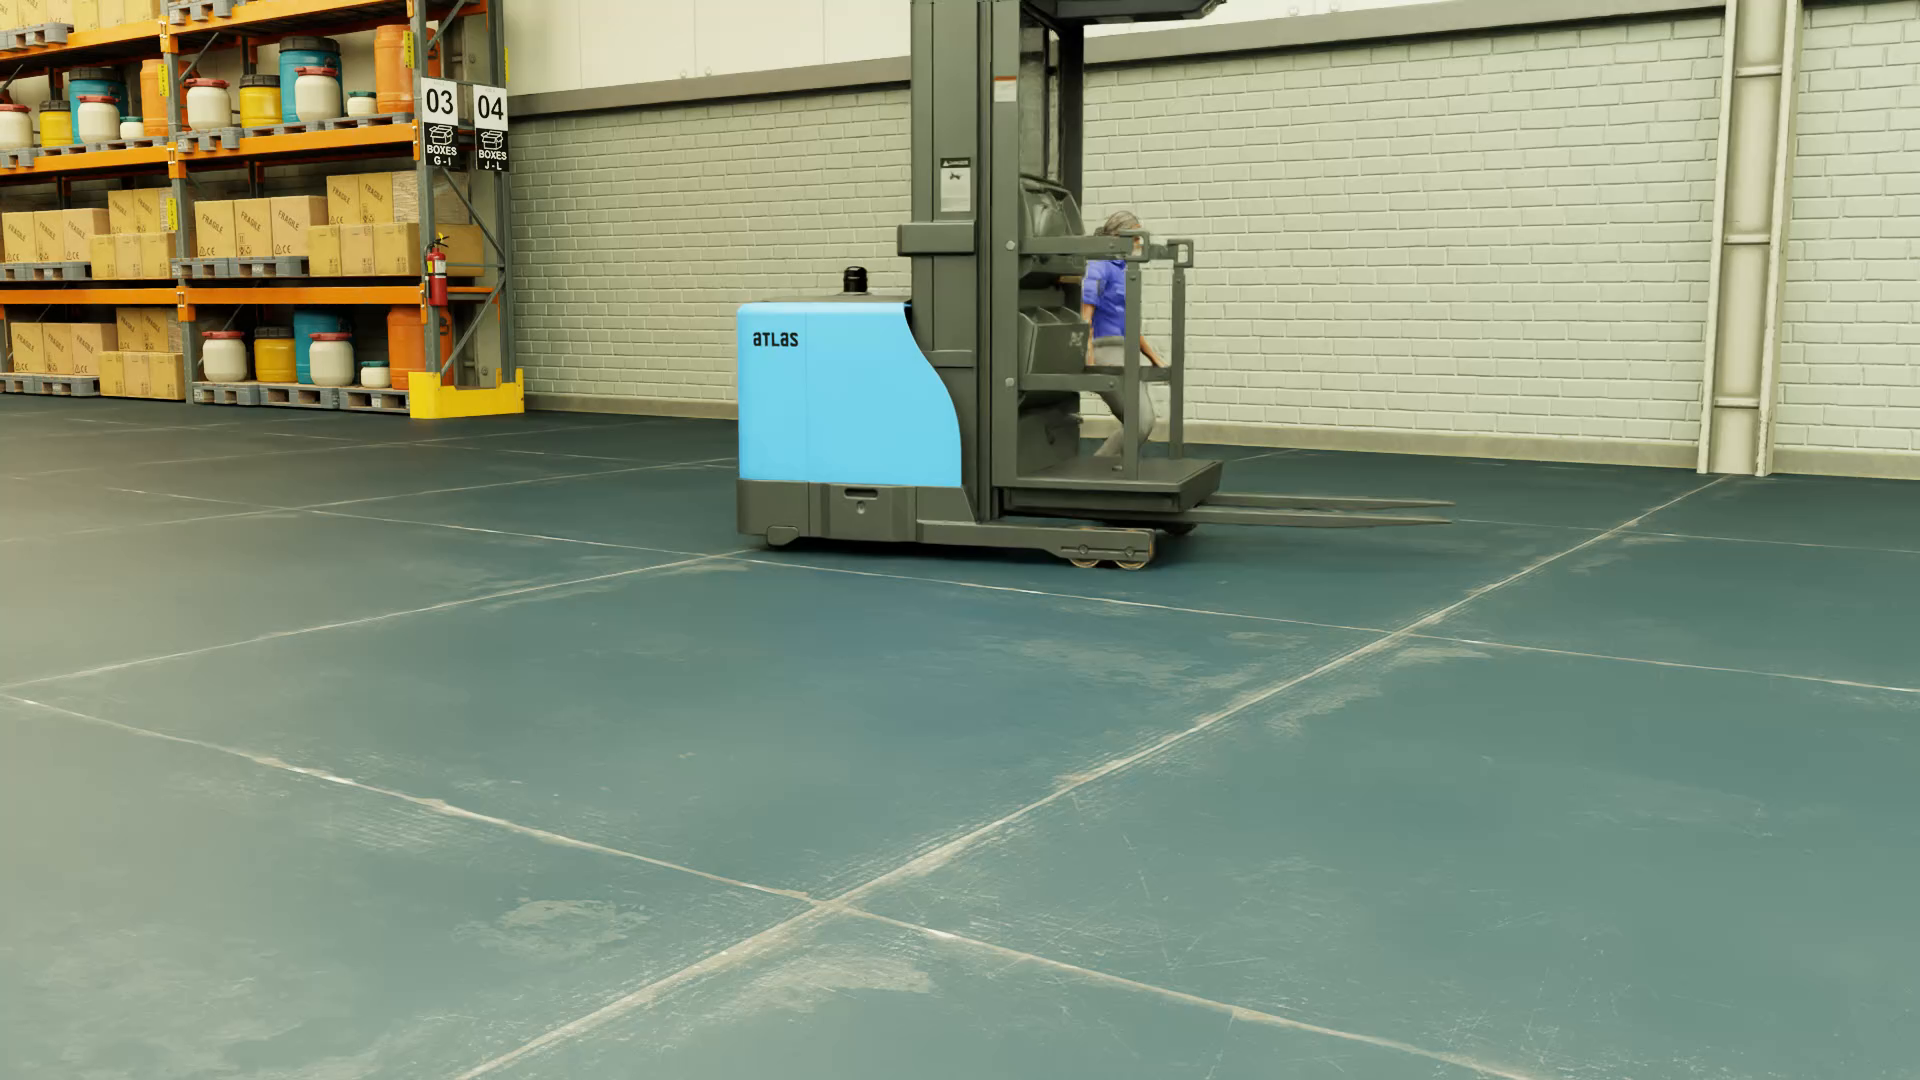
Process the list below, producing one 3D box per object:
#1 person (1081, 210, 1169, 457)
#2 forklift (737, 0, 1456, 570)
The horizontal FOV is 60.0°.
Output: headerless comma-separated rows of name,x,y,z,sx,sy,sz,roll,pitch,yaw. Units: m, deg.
person,0.808,-0.901,8.546,0.584,1.566,0.851,3,9,23
forklift,0.591,-1.413,7.126,3.031,2.935,1.130,3,9,18
